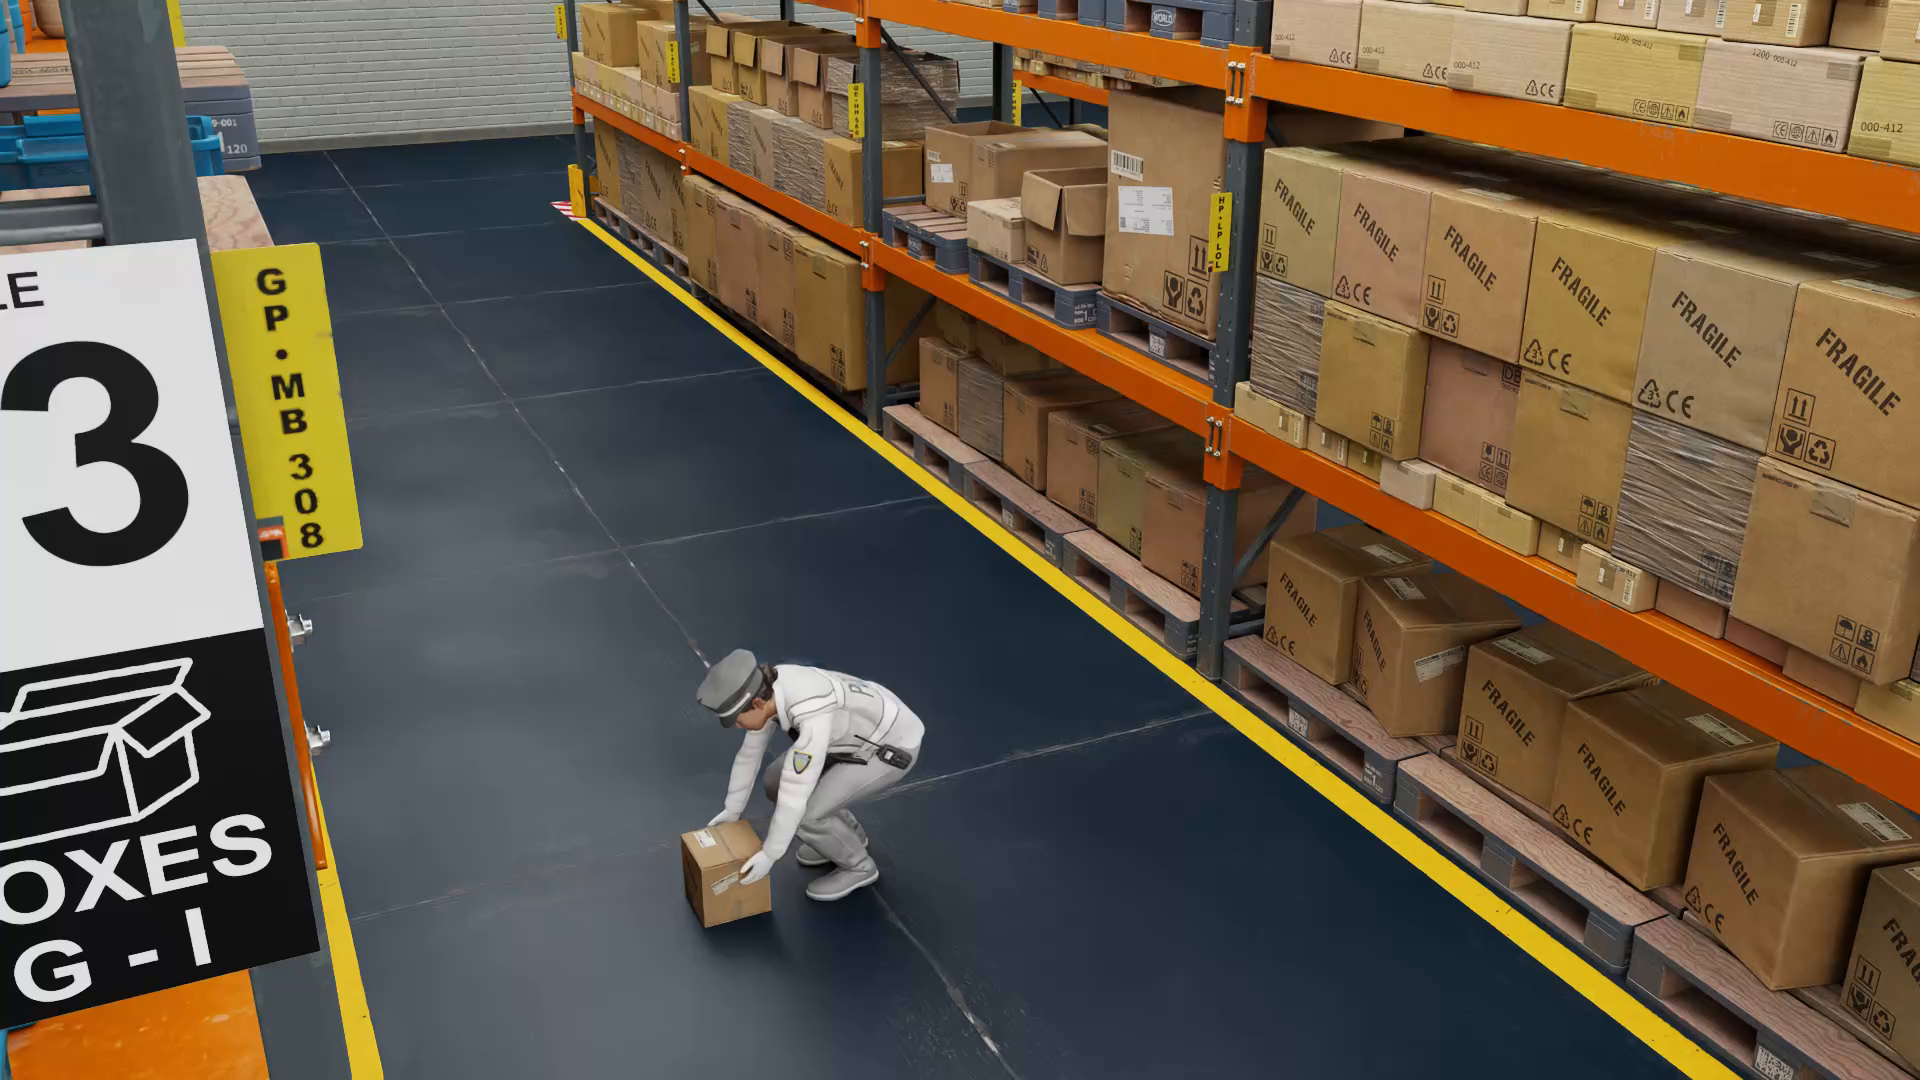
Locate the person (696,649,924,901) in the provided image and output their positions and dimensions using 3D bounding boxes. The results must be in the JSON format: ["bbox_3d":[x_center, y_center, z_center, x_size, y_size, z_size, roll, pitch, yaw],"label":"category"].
[{"bbox_3d":[-0.529,0.809,5.992,0.840,1.006,0.498,-10,24,-24],"label":"person"}]
